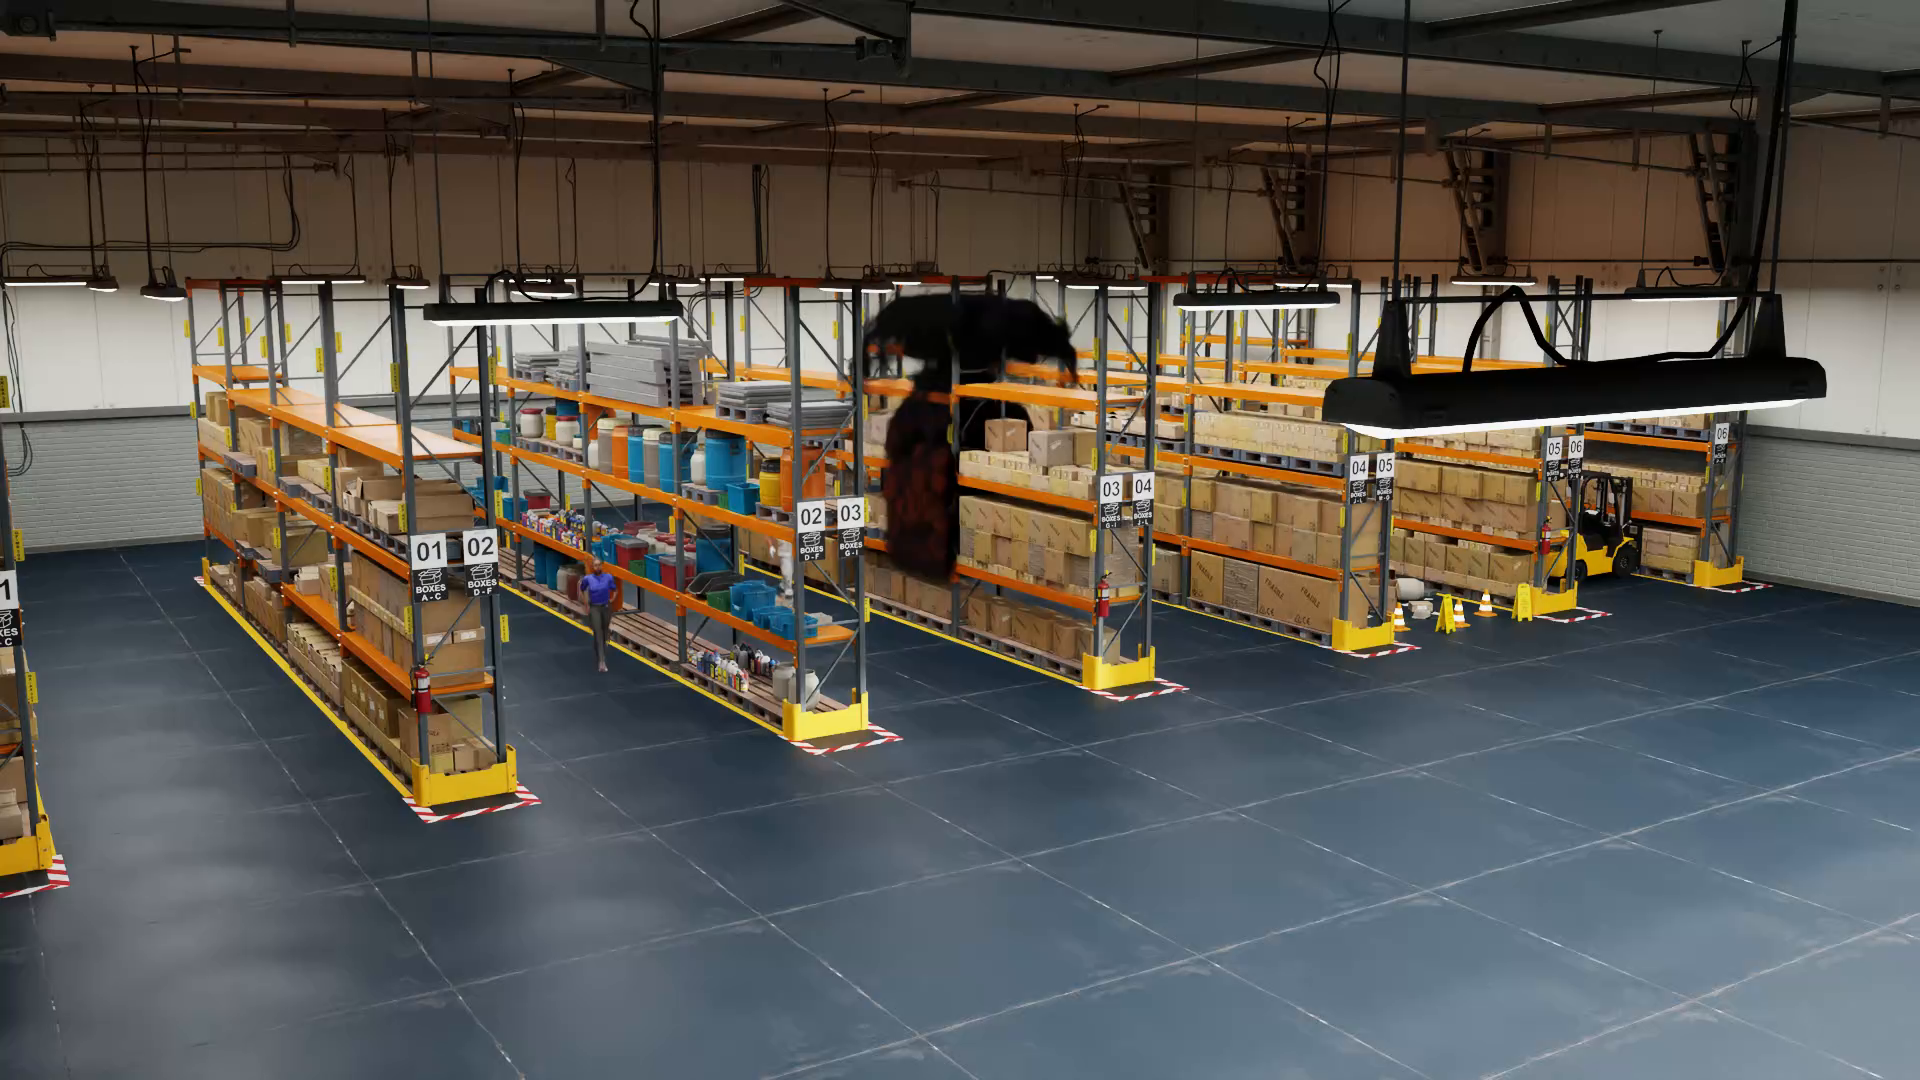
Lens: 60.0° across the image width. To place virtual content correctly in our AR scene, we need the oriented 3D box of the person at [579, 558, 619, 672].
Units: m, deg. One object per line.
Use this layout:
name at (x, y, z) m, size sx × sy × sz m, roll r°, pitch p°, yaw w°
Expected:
person at (-5.349, 1.143, 24.756) m, size 0.573 × 1.591 × 0.771 m, roll -4°, pitch 10°, yaw -23°

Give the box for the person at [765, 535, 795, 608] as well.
person at (-2.969, 0.336, 28.814) m, size 0.656 × 1.860 × 0.789 m, roll -9°, pitch 13°, yaw -42°

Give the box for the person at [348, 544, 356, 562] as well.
person at (-12.091, -0.023, 32.970) m, size 0.659 × 1.799 × 0.888 m, roll -8°, pitch 12°, yaw -39°

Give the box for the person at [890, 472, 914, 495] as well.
person at (-1.249, -0.651, 36.698) m, size 0.713 × 1.736 × 0.897 m, roll -5°, pitch 11°, yaw -30°
